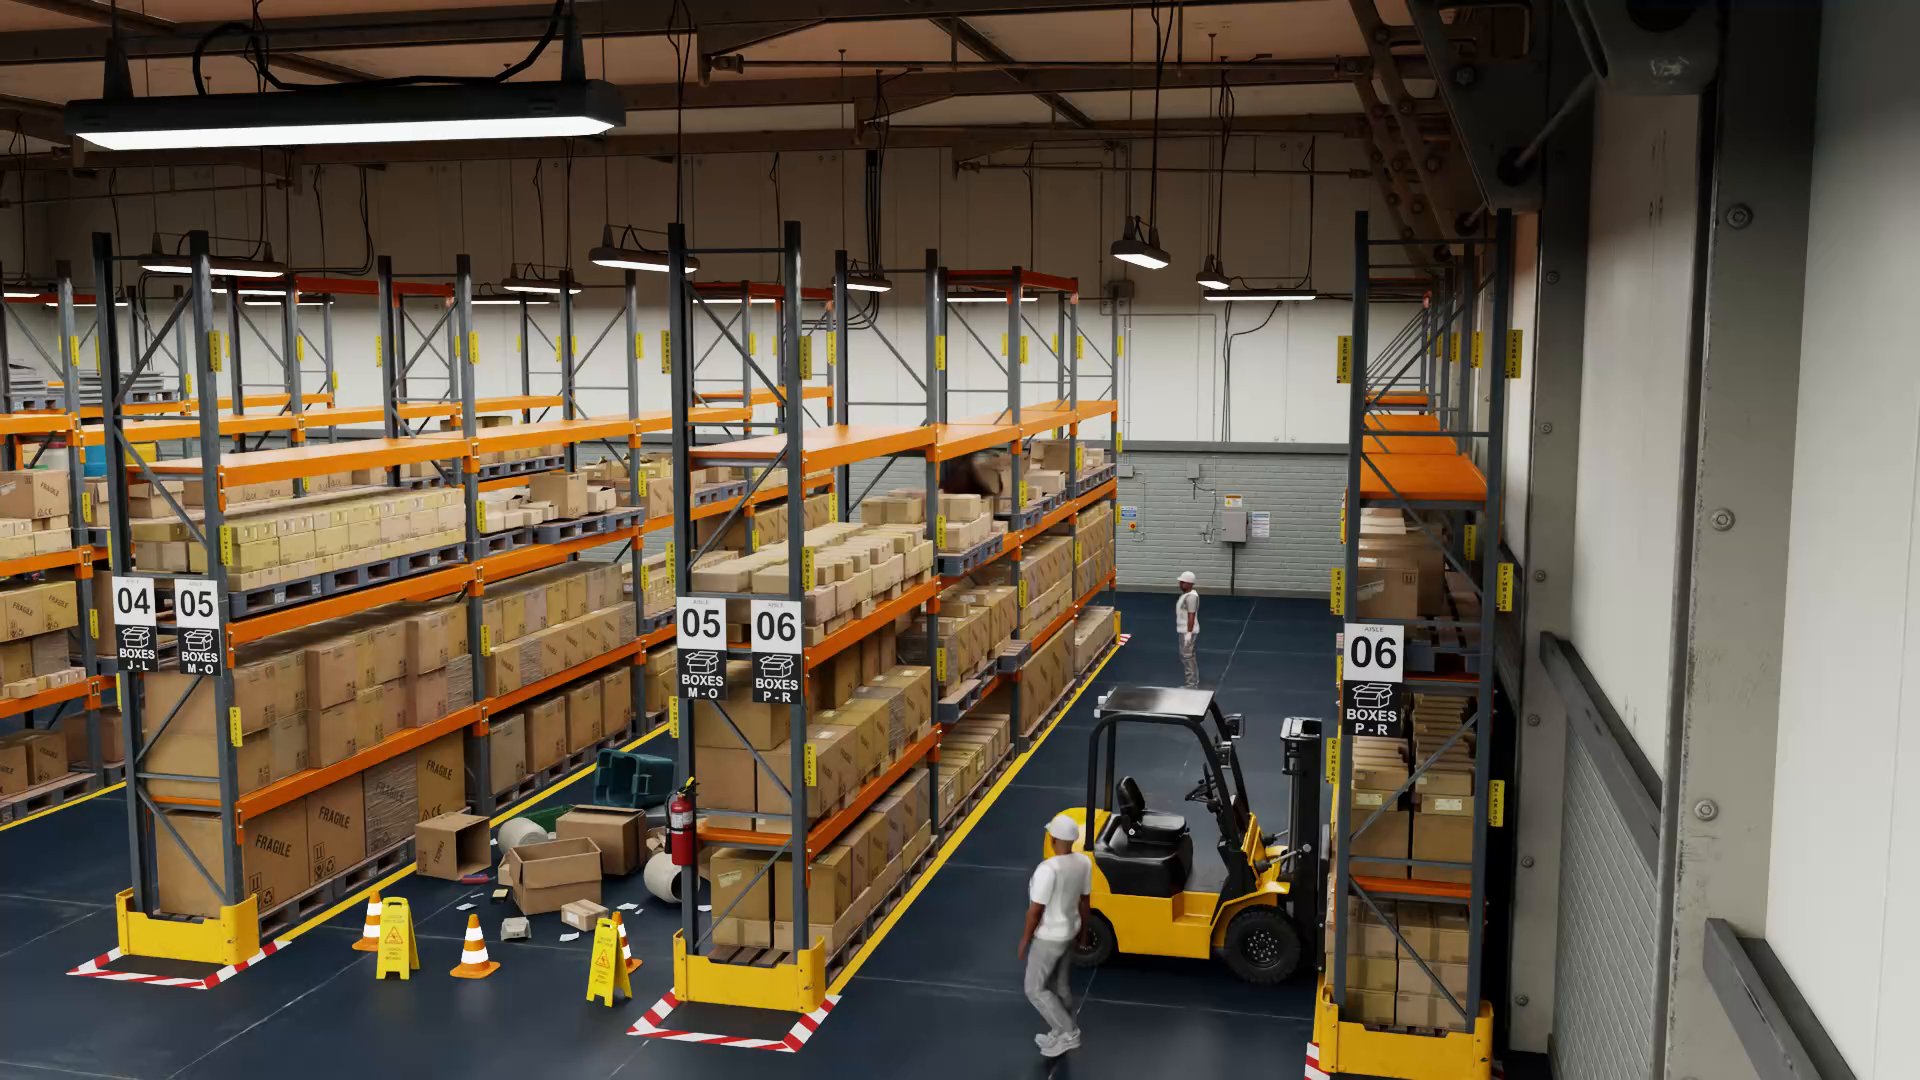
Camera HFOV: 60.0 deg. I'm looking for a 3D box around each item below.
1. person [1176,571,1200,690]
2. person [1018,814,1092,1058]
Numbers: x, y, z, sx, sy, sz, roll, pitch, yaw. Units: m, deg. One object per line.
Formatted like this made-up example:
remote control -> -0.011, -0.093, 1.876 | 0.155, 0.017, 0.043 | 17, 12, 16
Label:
person -> 3.289, 1.340, 24.069 | 0.365, 1.788, 0.646 | 1, 7, 9
person -> 0.699, 2.836, 11.928 | 0.458, 1.773, 0.616 | 3, 8, 24
